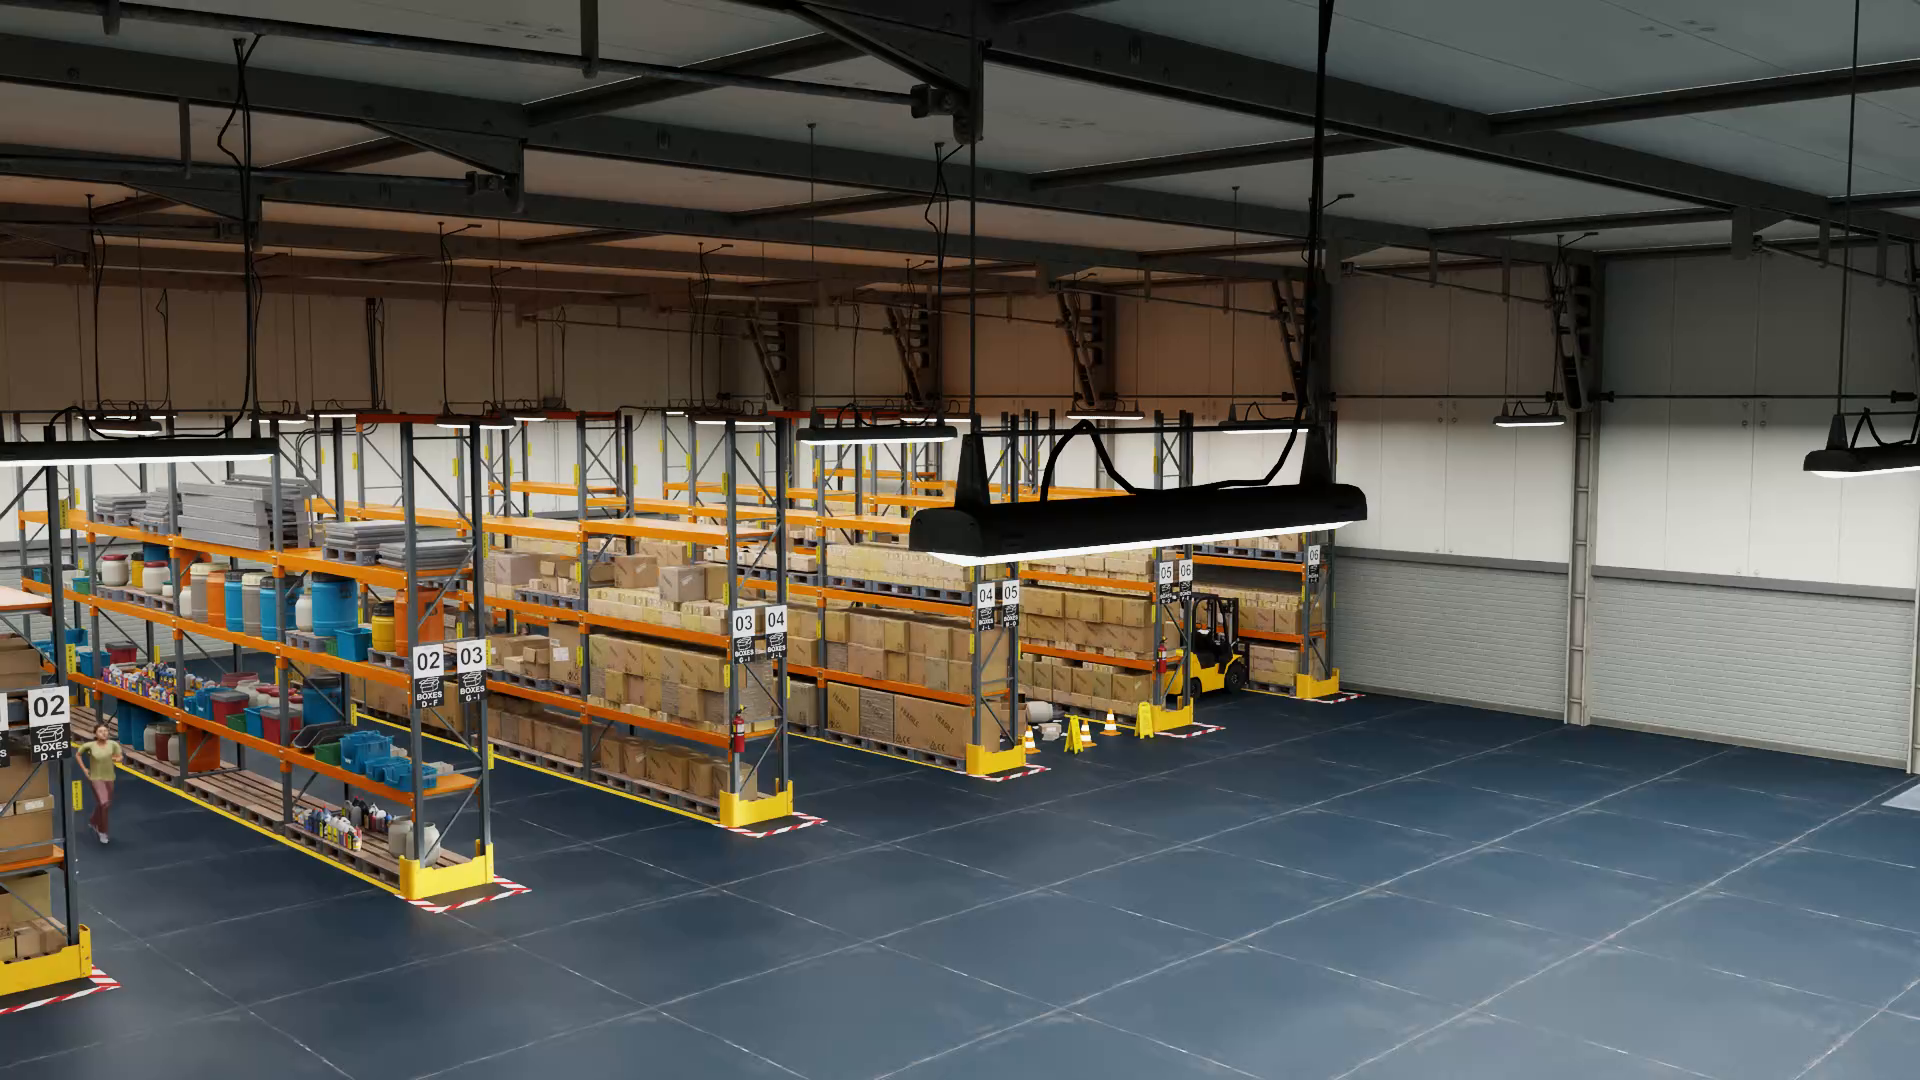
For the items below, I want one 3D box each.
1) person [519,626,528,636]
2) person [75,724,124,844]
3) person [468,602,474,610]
[{"bbox_3d":[-9.065,2.563,34.565,0.537,1.568,0.506,-5,7,-44],"label":"person"},{"bbox_3d":[-12.262,3.452,23.754,0.787,1.708,0.556,4,6,39],"label":"person"},{"bbox_3d":[-11.845,2.084,39.963,0.672,1.661,0.821,3,6,34],"label":"person"}]
